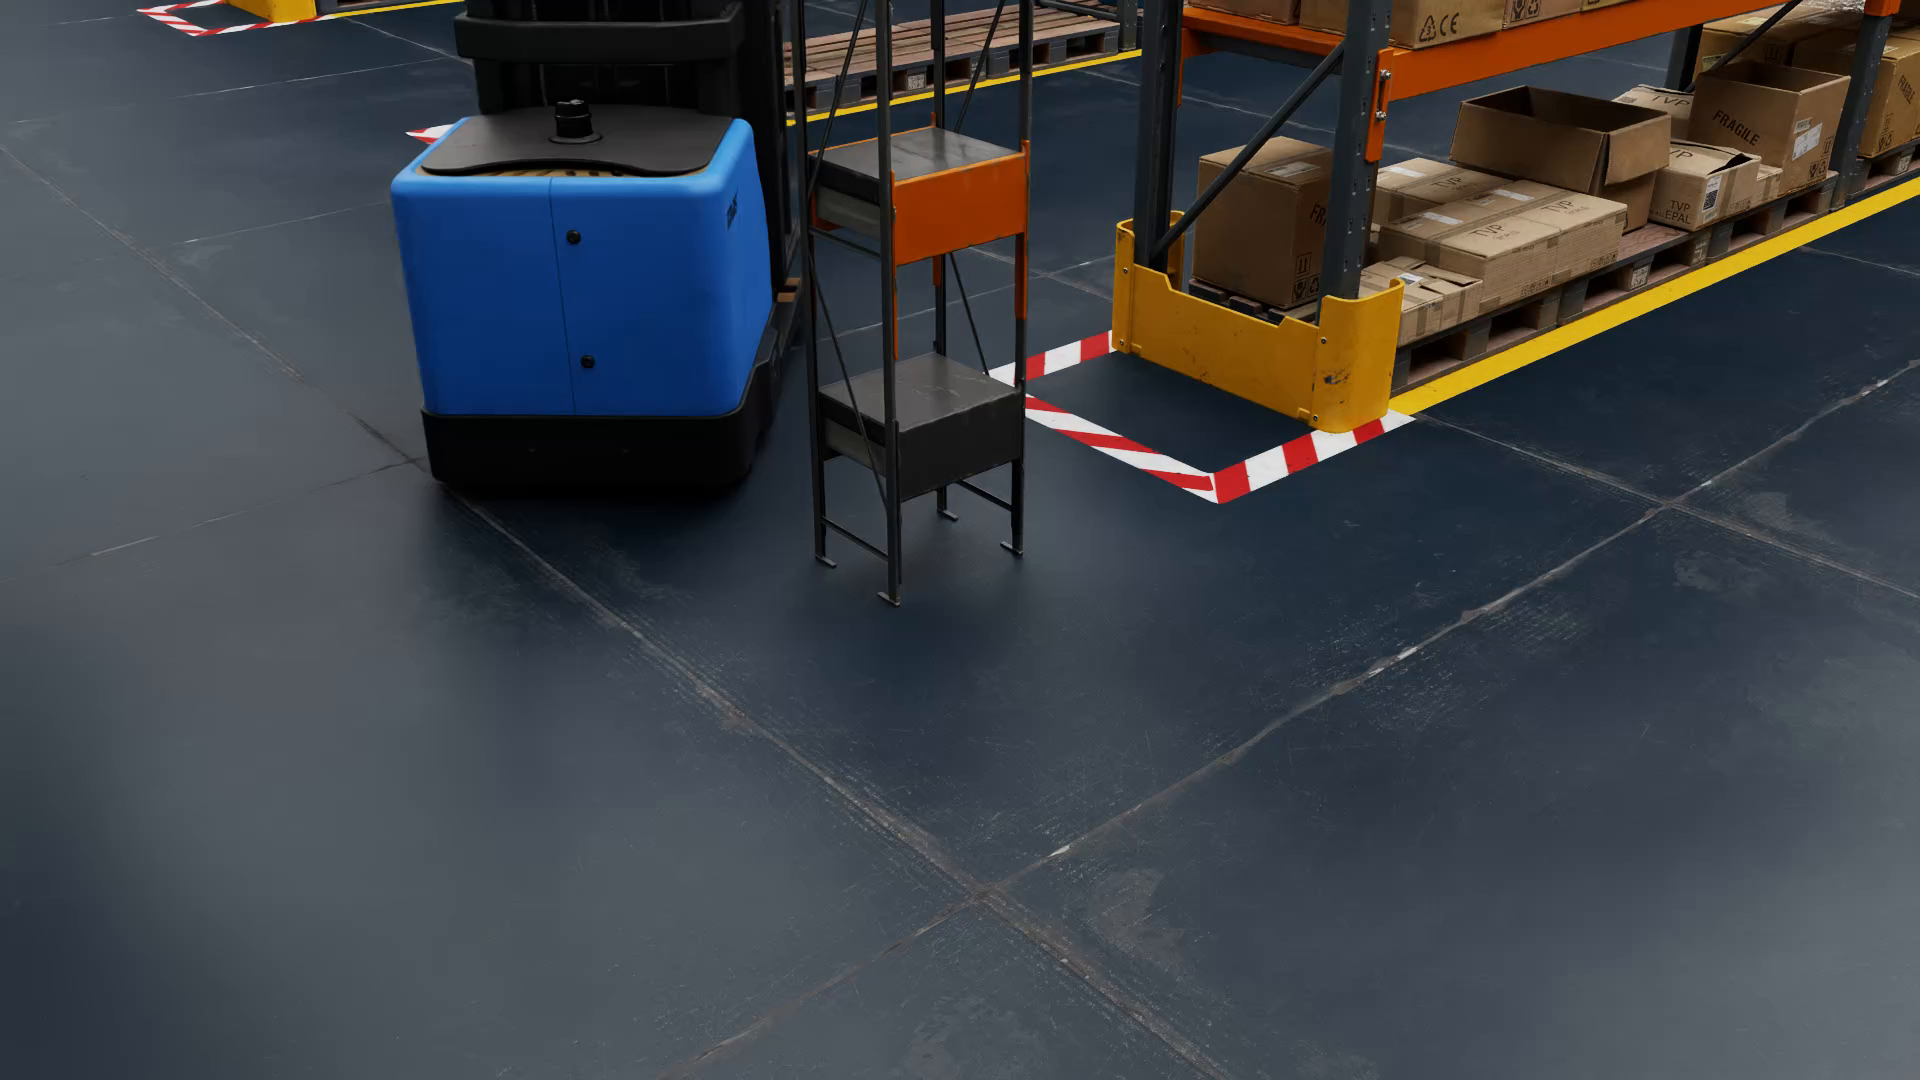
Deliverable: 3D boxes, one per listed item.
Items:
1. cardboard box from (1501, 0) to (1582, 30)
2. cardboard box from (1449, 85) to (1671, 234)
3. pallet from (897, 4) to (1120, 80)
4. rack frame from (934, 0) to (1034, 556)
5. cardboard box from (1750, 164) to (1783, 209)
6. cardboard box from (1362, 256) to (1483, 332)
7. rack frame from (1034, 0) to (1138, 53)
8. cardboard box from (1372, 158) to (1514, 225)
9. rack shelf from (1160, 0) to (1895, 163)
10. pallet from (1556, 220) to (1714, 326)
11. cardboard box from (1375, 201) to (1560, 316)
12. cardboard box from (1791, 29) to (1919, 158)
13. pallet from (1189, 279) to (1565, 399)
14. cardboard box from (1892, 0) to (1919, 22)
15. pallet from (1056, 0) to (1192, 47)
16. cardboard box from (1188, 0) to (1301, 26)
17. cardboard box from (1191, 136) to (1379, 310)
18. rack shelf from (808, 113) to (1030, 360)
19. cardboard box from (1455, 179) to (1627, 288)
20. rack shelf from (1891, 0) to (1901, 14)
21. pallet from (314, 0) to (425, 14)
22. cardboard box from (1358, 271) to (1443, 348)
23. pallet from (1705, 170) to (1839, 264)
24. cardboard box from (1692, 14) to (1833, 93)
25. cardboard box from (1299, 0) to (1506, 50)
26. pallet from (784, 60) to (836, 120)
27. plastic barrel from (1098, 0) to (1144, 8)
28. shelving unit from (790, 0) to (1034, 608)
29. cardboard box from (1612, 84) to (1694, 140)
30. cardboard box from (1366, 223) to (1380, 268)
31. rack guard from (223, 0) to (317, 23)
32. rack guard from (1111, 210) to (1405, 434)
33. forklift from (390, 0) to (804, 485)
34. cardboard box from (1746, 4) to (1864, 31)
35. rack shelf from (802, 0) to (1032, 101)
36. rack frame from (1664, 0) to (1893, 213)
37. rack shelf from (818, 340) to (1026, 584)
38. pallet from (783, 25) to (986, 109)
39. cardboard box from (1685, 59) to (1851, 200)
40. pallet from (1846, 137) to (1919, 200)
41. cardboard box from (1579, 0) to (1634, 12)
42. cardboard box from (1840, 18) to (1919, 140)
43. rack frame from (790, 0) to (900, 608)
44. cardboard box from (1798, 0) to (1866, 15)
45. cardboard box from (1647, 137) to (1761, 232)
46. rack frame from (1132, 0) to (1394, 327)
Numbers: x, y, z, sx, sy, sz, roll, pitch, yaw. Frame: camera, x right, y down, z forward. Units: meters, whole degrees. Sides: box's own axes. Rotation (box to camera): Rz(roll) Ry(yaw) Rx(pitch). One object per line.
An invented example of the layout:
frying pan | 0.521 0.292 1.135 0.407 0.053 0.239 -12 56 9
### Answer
cardboard box | 1.935 -2.175 6.031 0.500 0.500 0.500 -22 35 -35
cardboard box | 2.654 -1.670 7.375 0.637 0.503 0.797 -22 35 -35
pallet | 0.334 -3.462 11.505 1.213 0.211 1.003 -22 35 -35
rack frame | 0.060 -0.950 4.800 0.015 2.100 0.400 -22 35 -35
cardboard box | 3.584 -1.678 7.766 0.250 0.149 0.380 -22 35 -35
cardboard box | 1.769 -0.956 6.395 0.250 0.166 0.380 -22 35 -35
rack frame | 0.868 -4.931 11.294 0.127 3.000 1.000 -22 35 -35
cardboard box | 2.033 -1.446 7.224 0.500 0.250 0.500 -22 35 -35
rack shelf | 2.558 -2.225 6.993 4.000 0.370 1.077 -22 35 -35
pallet | 2.628 -1.339 7.532 1.213 0.211 1.003 -22 35 -35
cardboard box | 2.015 -1.129 6.631 0.500 0.250 0.500 -22 35 -35
cardboard box | 4.606 -2.306 8.568 0.500 0.500 0.500 -24 36 -37
pallet | 1.701 -0.968 6.837 1.213 0.211 1.003 -22 35 -35
cardboard box | 5.367 -2.943 8.963 0.500 0.250 0.500 -22 35 -35
pallet | 1.482 -3.922 12.365 1.213 0.211 1.003 -22 35 -35
cardboard box | 1.201 -2.209 6.094 0.500 0.500 0.500 -21 34 -33
cardboard box | 1.291 -1.276 6.641 0.500 0.500 0.500 -22 35 -35
rack shelf | -0.126 -0.863 4.667 0.480 0.518 0.431 -22 35 -35
cardboard box | 2.395 -1.282 6.917 0.500 0.250 0.500 -22 35 -35
rack shelf | 5.601 -3.448 9.283 4.000 0.370 1.077 -22 35 -35
pallet | -4.832 -4.526 13.495 1.213 0.211 1.003 -22 35 -35
cardboard box | 1.579 -0.872 6.256 0.250 0.149 0.380 -22 35 -35
pallet | 3.557 -1.714 8.234 1.213 0.211 1.003 -22 35 -35
cardboard box | 4.269 -2.499 8.929 0.500 0.500 0.500 -22 35 -35
cardboard box | 1.546 -2.015 5.733 0.500 0.500 0.500 -21 35 -34
pallet | -1.523 -2.716 10.108 1.213 0.211 1.003 -22 35 -35
plastic barrel | 1.293 -4.351 11.990 0.708 0.901 0.600 -22 35 -35
shelving unit | -0.126 -0.875 4.660 0.503 2.100 0.431 -22 35 -35
cardboard box | 3.620 -2.111 8.404 0.500 0.311 0.500 -22 35 -35
cardboard box | 1.657 -1.221 6.891 0.250 0.166 0.380 -22 35 -35
rack guard | -5.408 -4.373 12.903 0.348 0.500 1.175 -22 35 -35
rack guard | 1.095 -0.851 6.312 0.348 0.500 1.175 -22 35 -35
forklift | -1.210 -2.124 6.114 1.130 2.935 3.031 0 28 1
cardboard box | 4.651 -2.647 9.206 0.500 0.500 0.500 -22 35 -35
rack shelf | -0.126 -1.481 4.337 0.480 0.518 0.431 -22 35 -35
rack frame | 4.080 -3.154 7.969 0.127 3.000 1.000 -22 35 -35
rack shelf | -0.126 -0.246 4.997 0.480 0.518 0.431 -22 35 -35
pallet | -0.595 -3.087 10.803 1.213 0.211 1.003 -22 35 -35
cardboard box | 3.831 -1.969 7.938 0.500 0.500 0.500 -22 35 -35
pallet | 4.674 -2.186 9.117 1.213 0.211 1.003 -22 35 -35
cardboard box | 2.318 -2.328 6.317 0.500 0.500 0.500 -22 35 -35
cardboard box | 5.005 -2.473 8.880 0.500 0.500 0.500 -21 35 -34
rack frame | -0.312 -0.801 4.521 0.015 2.100 0.400 -22 35 -35
cardboard box | 5.033 -2.800 9.493 0.500 0.500 0.500 -21 35 -34
cardboard box | 3.260 -1.656 7.553 0.500 0.311 0.500 -22 35 -35
rack frame | 1.037 -1.930 5.679 0.127 3.000 1.000 -22 35 -35
